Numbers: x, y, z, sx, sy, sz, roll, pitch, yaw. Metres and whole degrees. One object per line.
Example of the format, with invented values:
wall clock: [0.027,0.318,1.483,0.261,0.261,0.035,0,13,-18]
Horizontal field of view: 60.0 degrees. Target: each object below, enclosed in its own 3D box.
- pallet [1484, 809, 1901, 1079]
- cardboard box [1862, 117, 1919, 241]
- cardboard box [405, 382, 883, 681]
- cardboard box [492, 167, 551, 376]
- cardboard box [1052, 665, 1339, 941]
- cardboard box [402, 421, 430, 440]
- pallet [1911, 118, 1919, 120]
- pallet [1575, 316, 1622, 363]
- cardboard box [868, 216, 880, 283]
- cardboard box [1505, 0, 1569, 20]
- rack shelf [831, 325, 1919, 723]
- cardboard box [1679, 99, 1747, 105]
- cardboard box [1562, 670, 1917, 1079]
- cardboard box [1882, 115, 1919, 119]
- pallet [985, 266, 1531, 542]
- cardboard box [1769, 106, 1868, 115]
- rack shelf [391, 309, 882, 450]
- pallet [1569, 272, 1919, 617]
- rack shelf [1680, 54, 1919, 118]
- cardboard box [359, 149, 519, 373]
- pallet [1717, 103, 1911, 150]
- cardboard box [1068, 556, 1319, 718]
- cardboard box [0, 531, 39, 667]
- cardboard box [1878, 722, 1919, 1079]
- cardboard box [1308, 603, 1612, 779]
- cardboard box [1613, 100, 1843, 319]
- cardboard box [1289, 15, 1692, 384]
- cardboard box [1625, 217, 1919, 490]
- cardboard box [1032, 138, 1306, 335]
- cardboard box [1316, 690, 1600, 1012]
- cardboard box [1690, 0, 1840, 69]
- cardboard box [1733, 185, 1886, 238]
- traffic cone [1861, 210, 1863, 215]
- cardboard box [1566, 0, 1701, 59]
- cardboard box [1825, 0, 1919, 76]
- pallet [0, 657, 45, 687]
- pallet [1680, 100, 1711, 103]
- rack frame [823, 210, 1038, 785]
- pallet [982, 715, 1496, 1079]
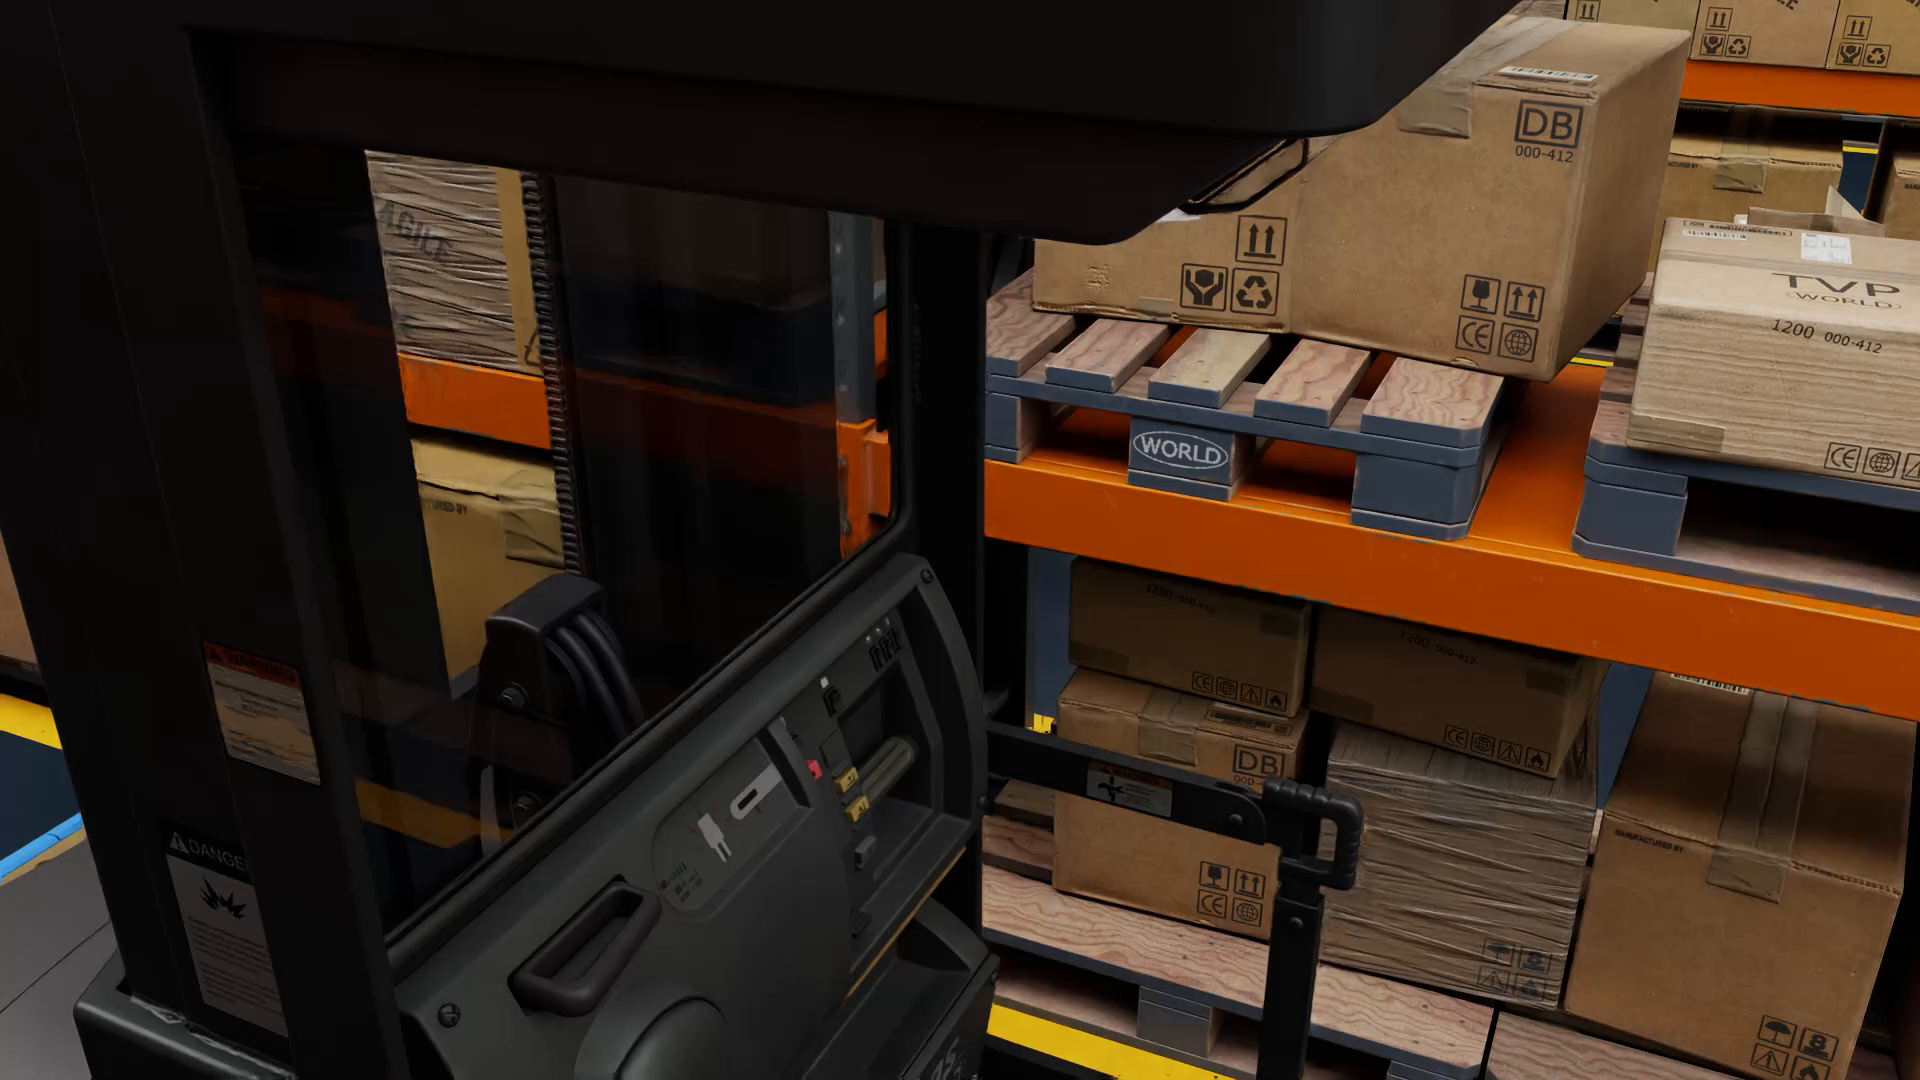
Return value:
pallet: [1.761,1.026,3.427,1.213,0.211,1.003,11,28,22]
cardboard box: [4.251,-1.271,7.007,0.750,0.750,1.050,11,28,22]
cardboard box: [-0.676,0.038,4.206,0.875,0.875,1.225,10,28,19]
cardboard box: [-0.608,-0.627,3.515,0.500,0.500,0.500,12,29,23]
cardboard box: [0.562,0.447,3.779,0.500,0.500,0.700,10,28,19]
cardboard box: [-1.484,-0.128,4.544,0.875,0.875,1.225,11,28,22]
pallet: [6.978,-2.736,11.068,1.213,0.211,1.003,11,28,22]
pallet: [2.775,-1.142,7.831,1.213,0.211,1.003,11,28,22]
cardboard box: [-0.386,-0.835,3.937,0.500,0.500,0.500,12,29,23]
cardboard box: [2.386,-2.422,7.160,0.500,0.500,0.500,12,29,22]
rack shelf: [1.764,0.096,2.973,4.000,0.370,1.077,11,28,22]
cardboard box: [5.231,-3.347,11.652,0.625,0.372,0.950,11,28,21]
cardboard box: [1.591,0.644,3.378,0.500,0.500,0.700,14,29,26]
cardboard box: [6.553,-3.080,11.109,0.625,0.372,0.950,13,29,25]
pallet: [0.636,-0.418,3.421,1.003,0.211,1.213,11,28,22]
cardboard box: [5.919,-3.206,11.366,0.625,0.372,0.950,12,29,23]
rack shelf: [-1.877,-0.635,4.458,4.000,0.370,1.077,11,28,22]
pallet: [1.762,-0.160,2.897,1.213,0.211,1.003,11,28,22]
rack shelf: [3.909,-1.879,6.986,4.000,0.370,1.077,11,28,22]
cardboard box: [-1.060,-0.721,3.705,0.500,0.500,0.500,11,28,21]
pallet: [5.863,-2.959,11.520,1.213,0.211,1.003,11,28,22]
cardboard box: [0.566,0.106,3.621,0.500,0.250,0.500,13,29,24]
cardboard box: [-2.293,-0.287,4.866,0.875,0.875,1.225,10,28,20]
cardboard box: [2.099,0.746,3.171,0.500,0.500,0.700,9,28,17]
cardboard box: [1.053,0.199,3.433,0.500,0.250,0.500,15,30,28]
cardboard box: [3.403,-1.441,7.352,0.750,0.750,1.050,12,29,23]
cardboard box: [1.001,-0.681,3.148,0.500,0.500,0.700,16,30,29]
cardboard box: [1.374,-0.314,2.687,0.500,0.250,0.500,11,28,20]
cardboard box: [0.452,-0.743,3.274,0.500,0.500,0.500,8,27,15]
cardboard box: [1.072,0.543,3.583,0.500,0.500,0.700,9,28,18]
cardboard box: [3.308,-2.238,6.786,0.500,0.500,0.500,11,28,22]
cardboard box: [1.573,-0.524,3.095,0.258,0.266,0.396,11,28,20]
traffic cone: [5.301,-2.022,9.333,0.334,0.463,0.336,11,28,22]
cardboard box: [2.850,-2.330,6.974,0.500,0.500,0.500,11,28,21]
cardboard box: [3.761,-2.146,6.599,0.500,0.500,0.500,11,28,21]
pallet: [-2.964,0.038,5.433,1.213,0.211,1.003,11,28,22]
pallet: [4.756,-3.182,11.974,1.213,0.211,1.003,11,28,22]
rack frame: [-0.057,-0.592,3.556,0.127,3.000,1.000,11,28,22]
pallet: [0.654,0.803,3.881,1.213,0.211,1.003,11,28,22]
